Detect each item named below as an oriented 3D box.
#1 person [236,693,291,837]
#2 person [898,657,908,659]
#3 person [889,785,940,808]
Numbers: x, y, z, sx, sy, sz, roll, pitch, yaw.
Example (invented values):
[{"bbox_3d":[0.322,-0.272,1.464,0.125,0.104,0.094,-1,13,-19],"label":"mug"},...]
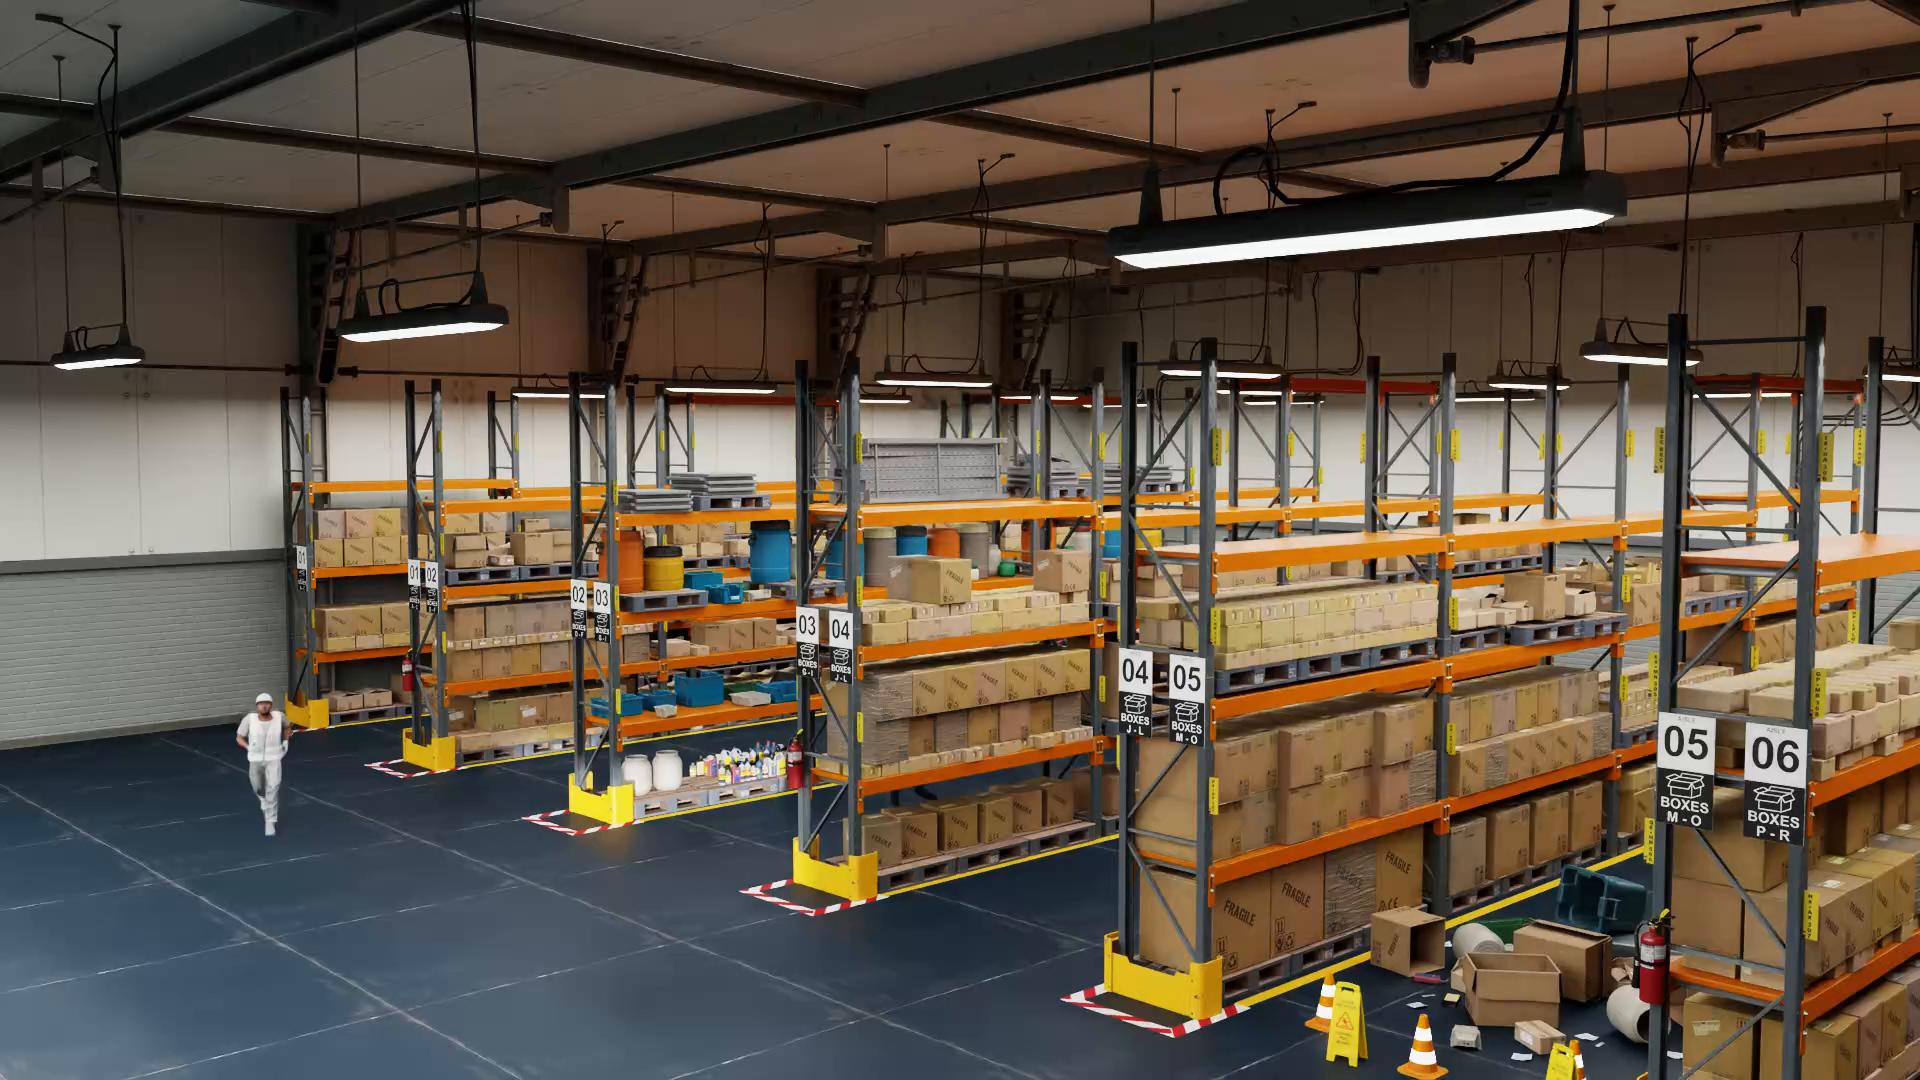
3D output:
[{"bbox_3d":[-9.119,2.890,21.774,0.646,1.788,1.160,-1,4,-16],"label":"person"},{"bbox_3d":[-1.060,2.532,28.289,0.687,1.681,0.628,3,5,42],"label":"person"},{"bbox_3d":[-0.618,2.983,21.761,0.505,1.618,0.985,3,5,43],"label":"person"}]
